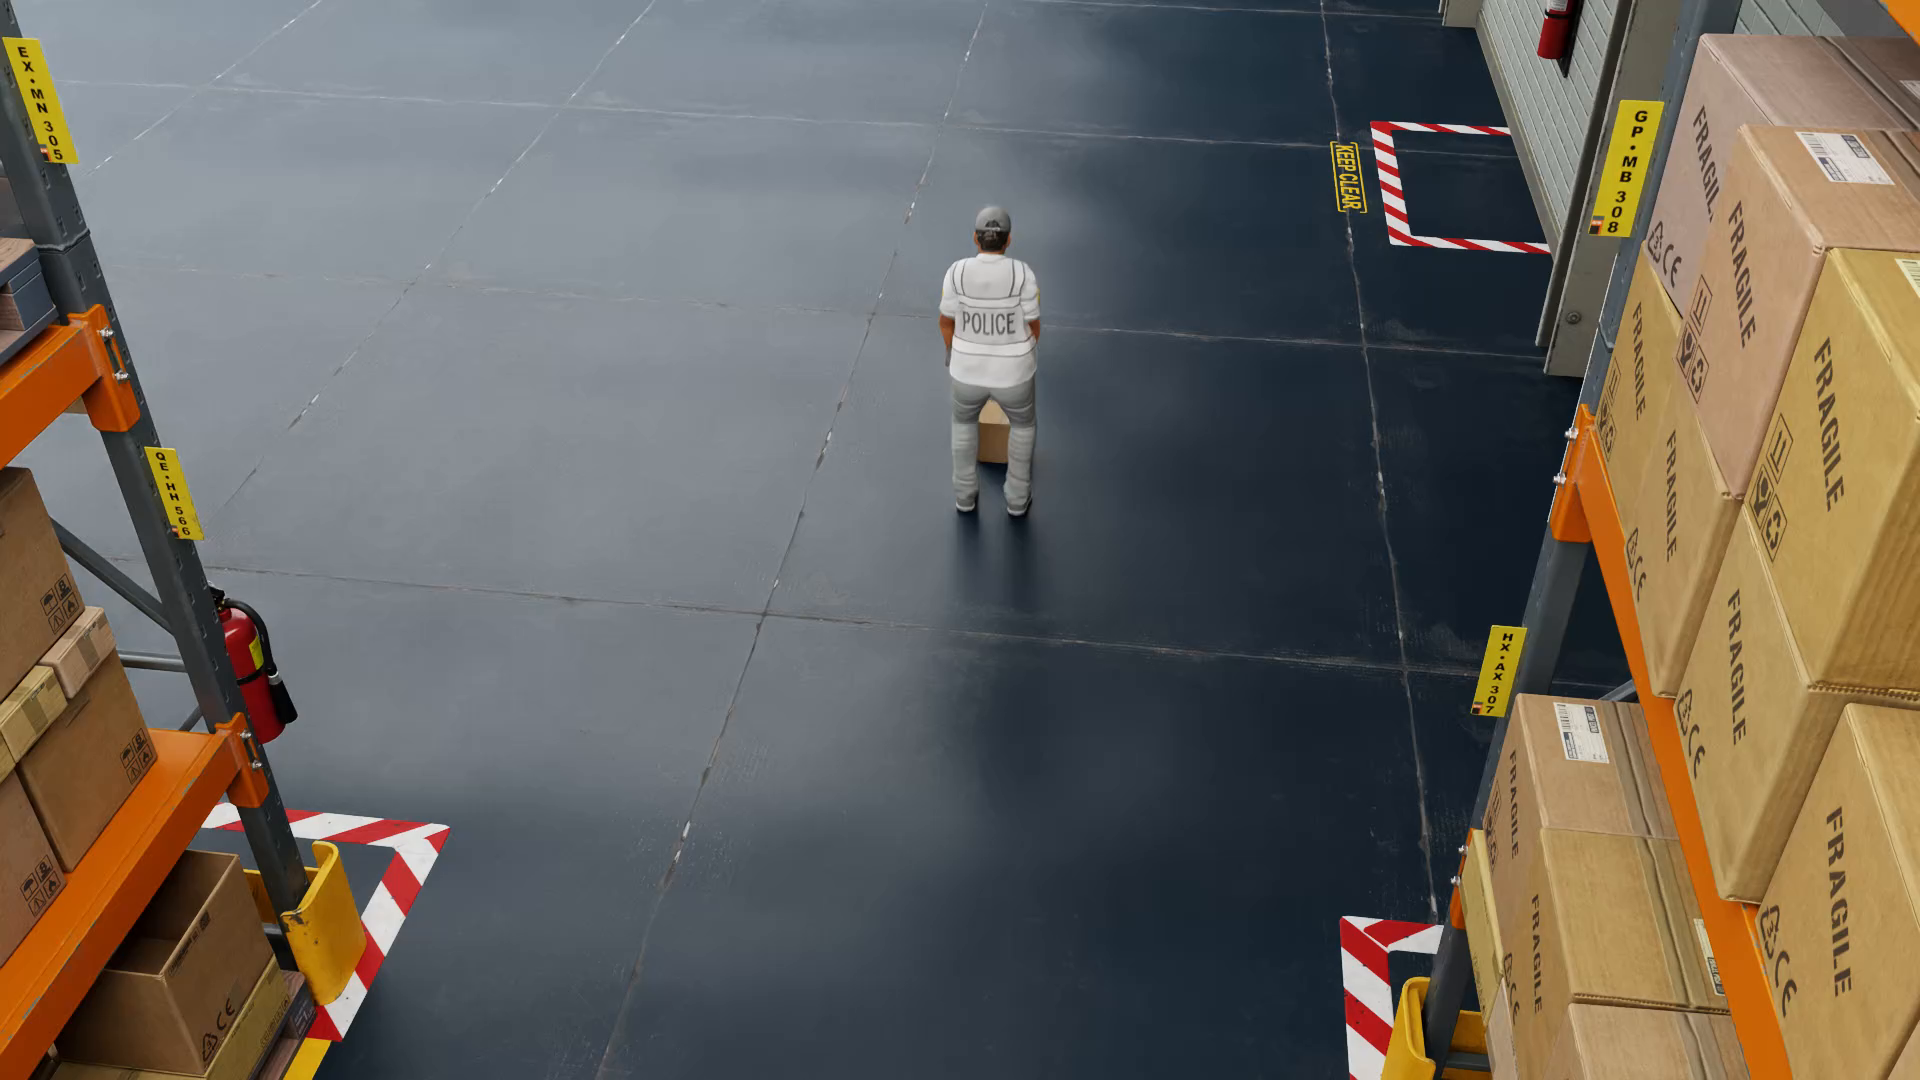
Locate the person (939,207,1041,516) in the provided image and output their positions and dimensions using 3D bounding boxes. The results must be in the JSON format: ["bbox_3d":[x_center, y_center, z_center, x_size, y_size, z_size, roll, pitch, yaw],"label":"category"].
[{"bbox_3d":[0.145,-0.856,8.258,0.500,1.610,0.496,5,37,7],"label":"person"}]
